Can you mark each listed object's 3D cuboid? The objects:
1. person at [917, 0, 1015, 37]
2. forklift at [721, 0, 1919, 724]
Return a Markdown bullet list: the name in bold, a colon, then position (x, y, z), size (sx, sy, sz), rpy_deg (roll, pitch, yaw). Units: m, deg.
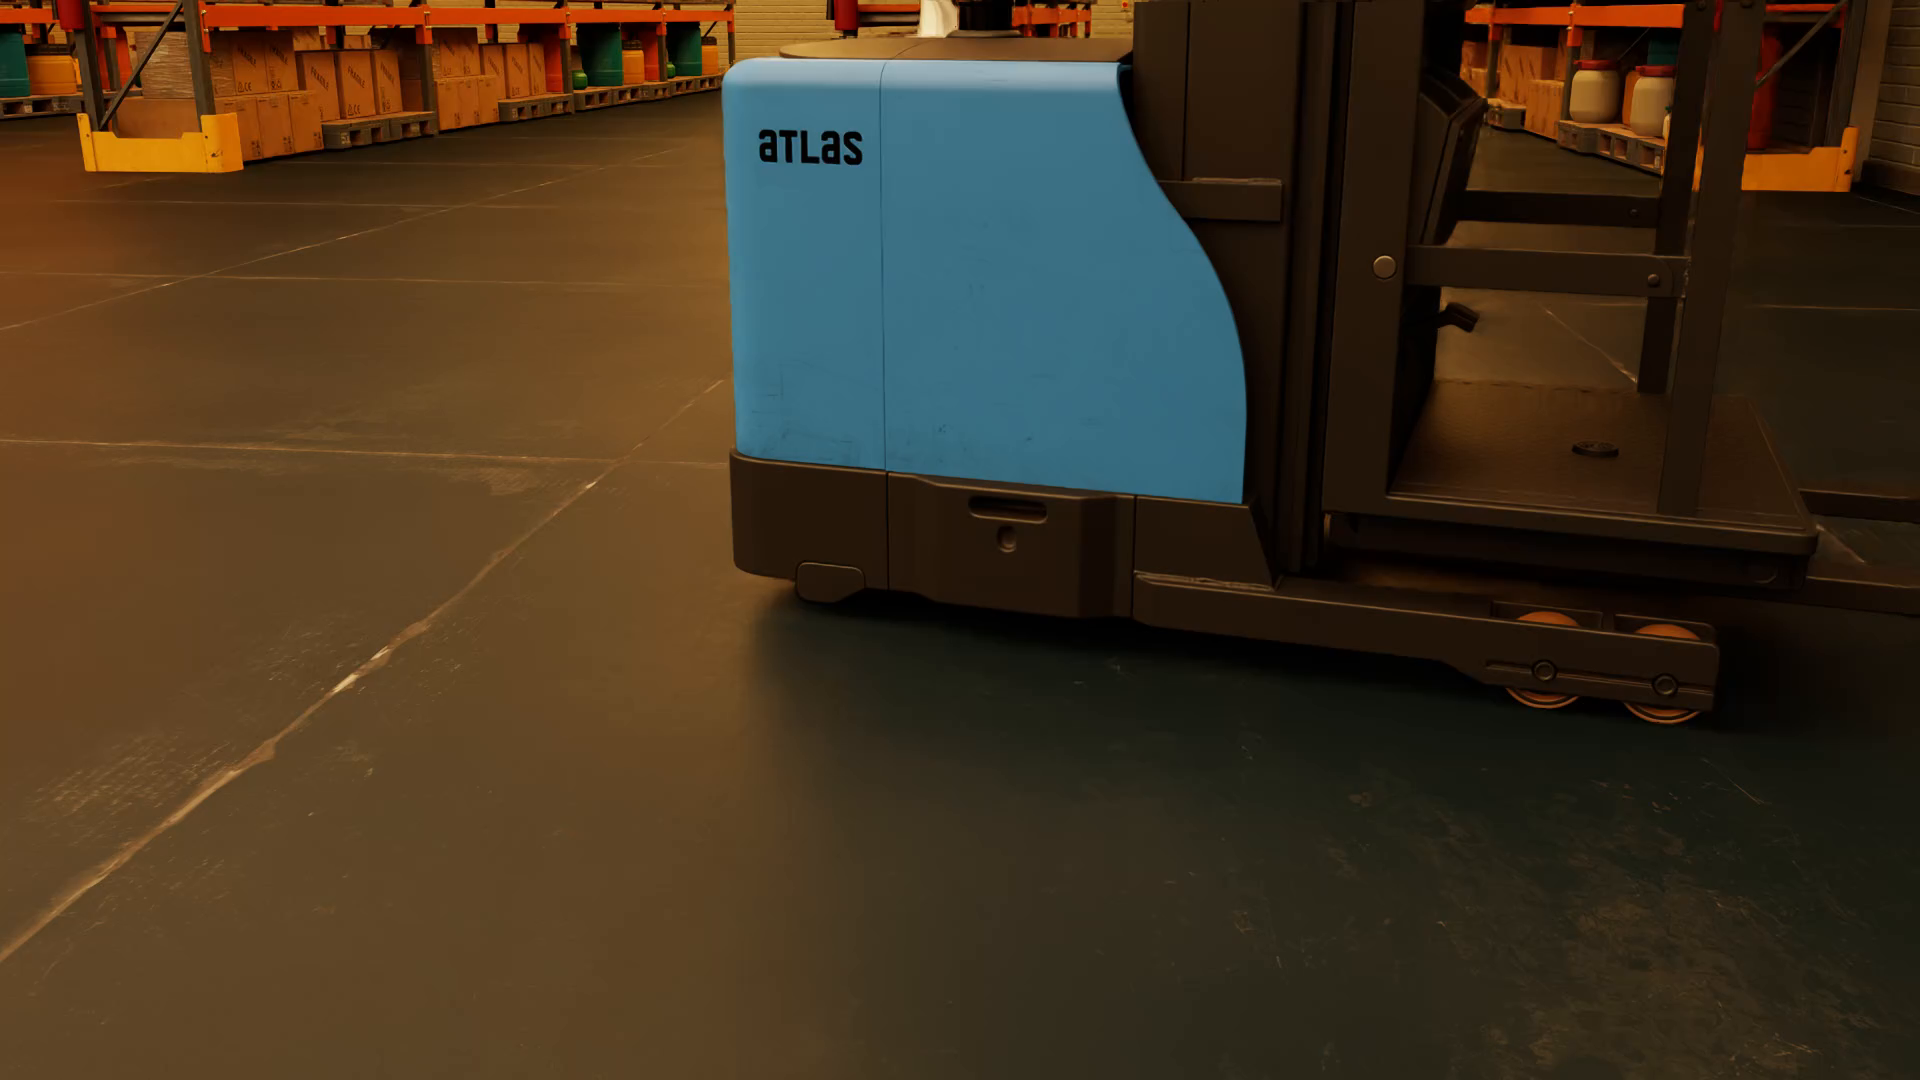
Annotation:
- **person**: position (0.170, -1.497, 5.791), size (0.721, 1.704, 0.822), rpy_deg (-4, 18, -12)
- **forklift**: position (1.105, -1.264, 2.962), size (3.031, 2.935, 1.130), rpy_deg (6, 18, 18)
